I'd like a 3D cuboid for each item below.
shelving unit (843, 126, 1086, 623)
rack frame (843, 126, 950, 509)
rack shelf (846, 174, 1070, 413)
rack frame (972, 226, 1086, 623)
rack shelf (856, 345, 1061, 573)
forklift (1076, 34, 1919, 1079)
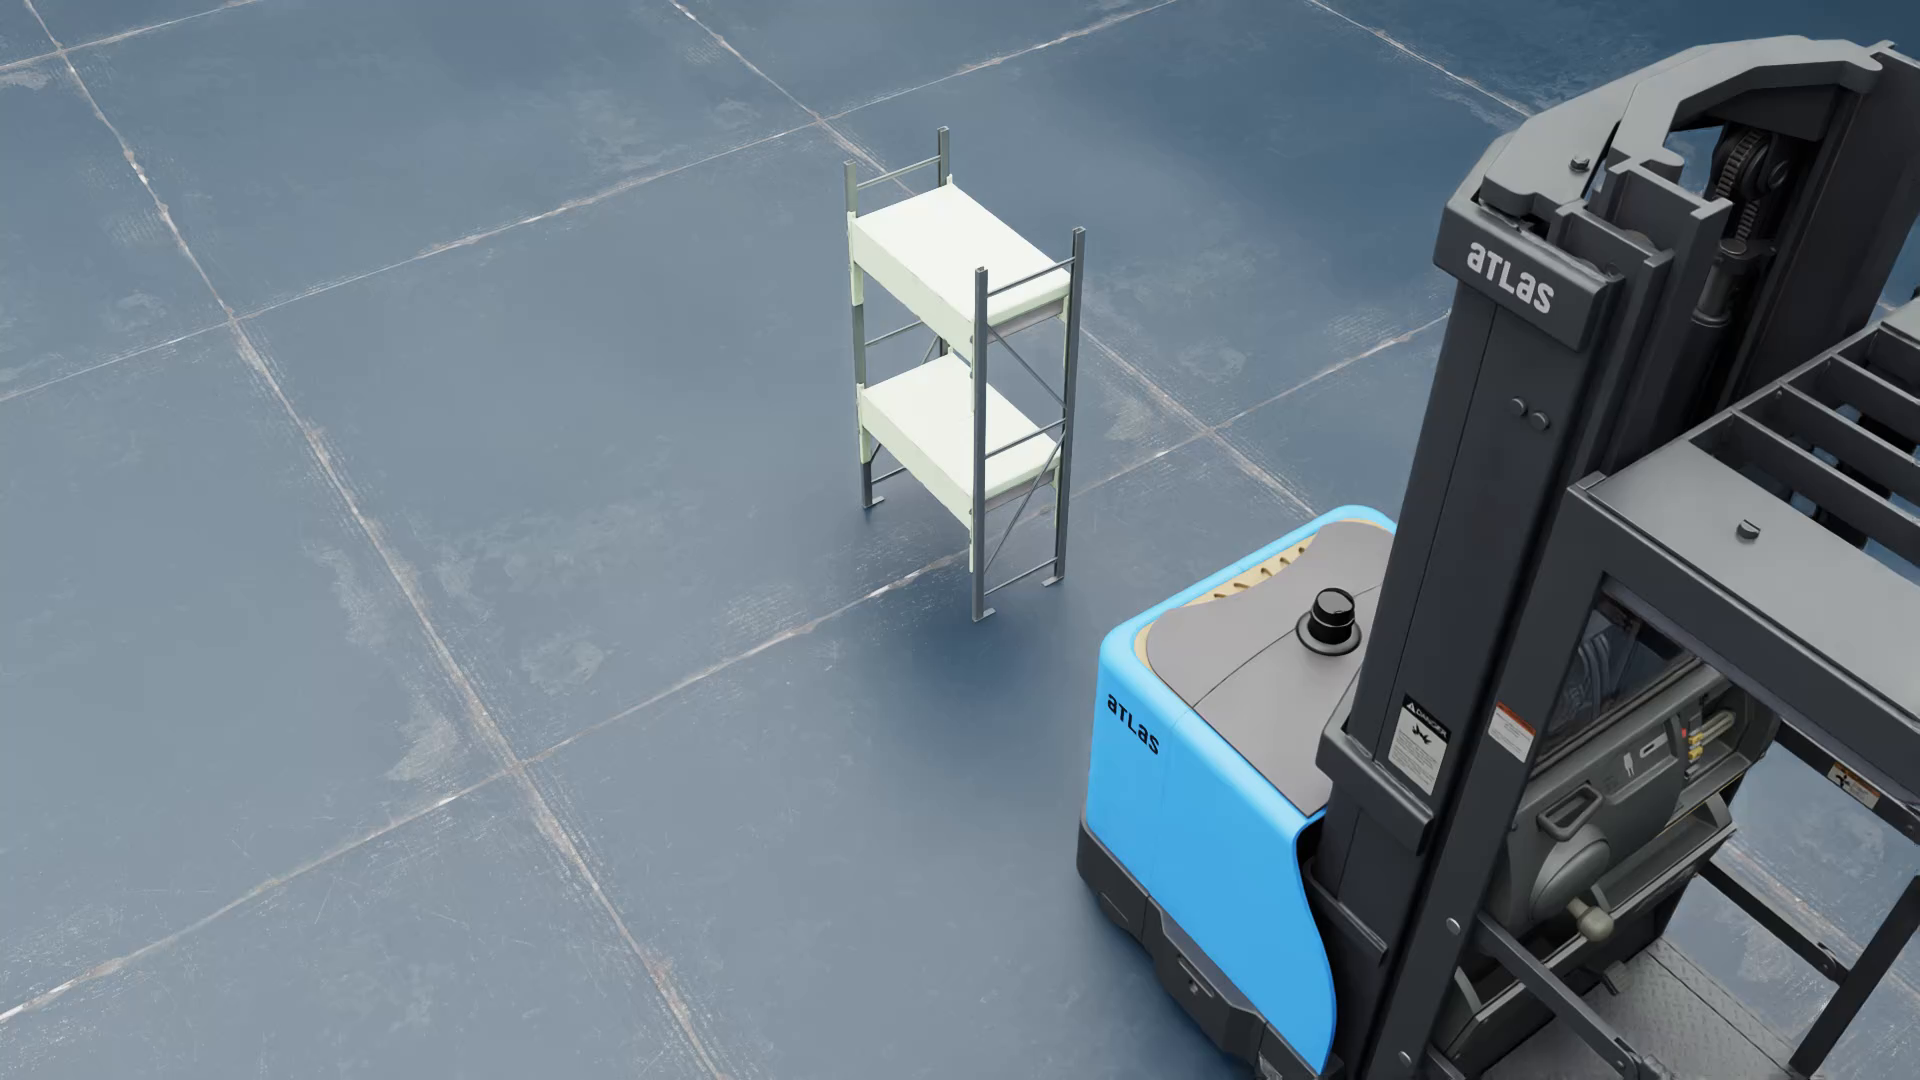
[{"bbox_3d":[0.004,-0.539,5.728,0.431,1.500,0.755,-26,49,-24],"label":"shelving unit"},{"bbox_3d":[-0.206,-0.746,5.945,0.400,1.500,0.023,-26,49,-24],"label":"rack frame"},{"bbox_3d":[0.004,-0.821,5.459,0.431,0.370,0.720,-26,49,-24],"label":"rack shelf"},{"bbox_3d":[0.213,-0.331,5.511,0.400,1.500,0.023,-26,49,-24],"label":"rack frame"},{"bbox_3d":[0.004,-0.303,5.953,0.431,0.370,0.720,-26,49,-24],"label":"rack shelf"},{"bbox_3d":[1.618,0.613,3.485,1.130,2.935,3.031,-26,49,-25],"label":"forklift"}]
